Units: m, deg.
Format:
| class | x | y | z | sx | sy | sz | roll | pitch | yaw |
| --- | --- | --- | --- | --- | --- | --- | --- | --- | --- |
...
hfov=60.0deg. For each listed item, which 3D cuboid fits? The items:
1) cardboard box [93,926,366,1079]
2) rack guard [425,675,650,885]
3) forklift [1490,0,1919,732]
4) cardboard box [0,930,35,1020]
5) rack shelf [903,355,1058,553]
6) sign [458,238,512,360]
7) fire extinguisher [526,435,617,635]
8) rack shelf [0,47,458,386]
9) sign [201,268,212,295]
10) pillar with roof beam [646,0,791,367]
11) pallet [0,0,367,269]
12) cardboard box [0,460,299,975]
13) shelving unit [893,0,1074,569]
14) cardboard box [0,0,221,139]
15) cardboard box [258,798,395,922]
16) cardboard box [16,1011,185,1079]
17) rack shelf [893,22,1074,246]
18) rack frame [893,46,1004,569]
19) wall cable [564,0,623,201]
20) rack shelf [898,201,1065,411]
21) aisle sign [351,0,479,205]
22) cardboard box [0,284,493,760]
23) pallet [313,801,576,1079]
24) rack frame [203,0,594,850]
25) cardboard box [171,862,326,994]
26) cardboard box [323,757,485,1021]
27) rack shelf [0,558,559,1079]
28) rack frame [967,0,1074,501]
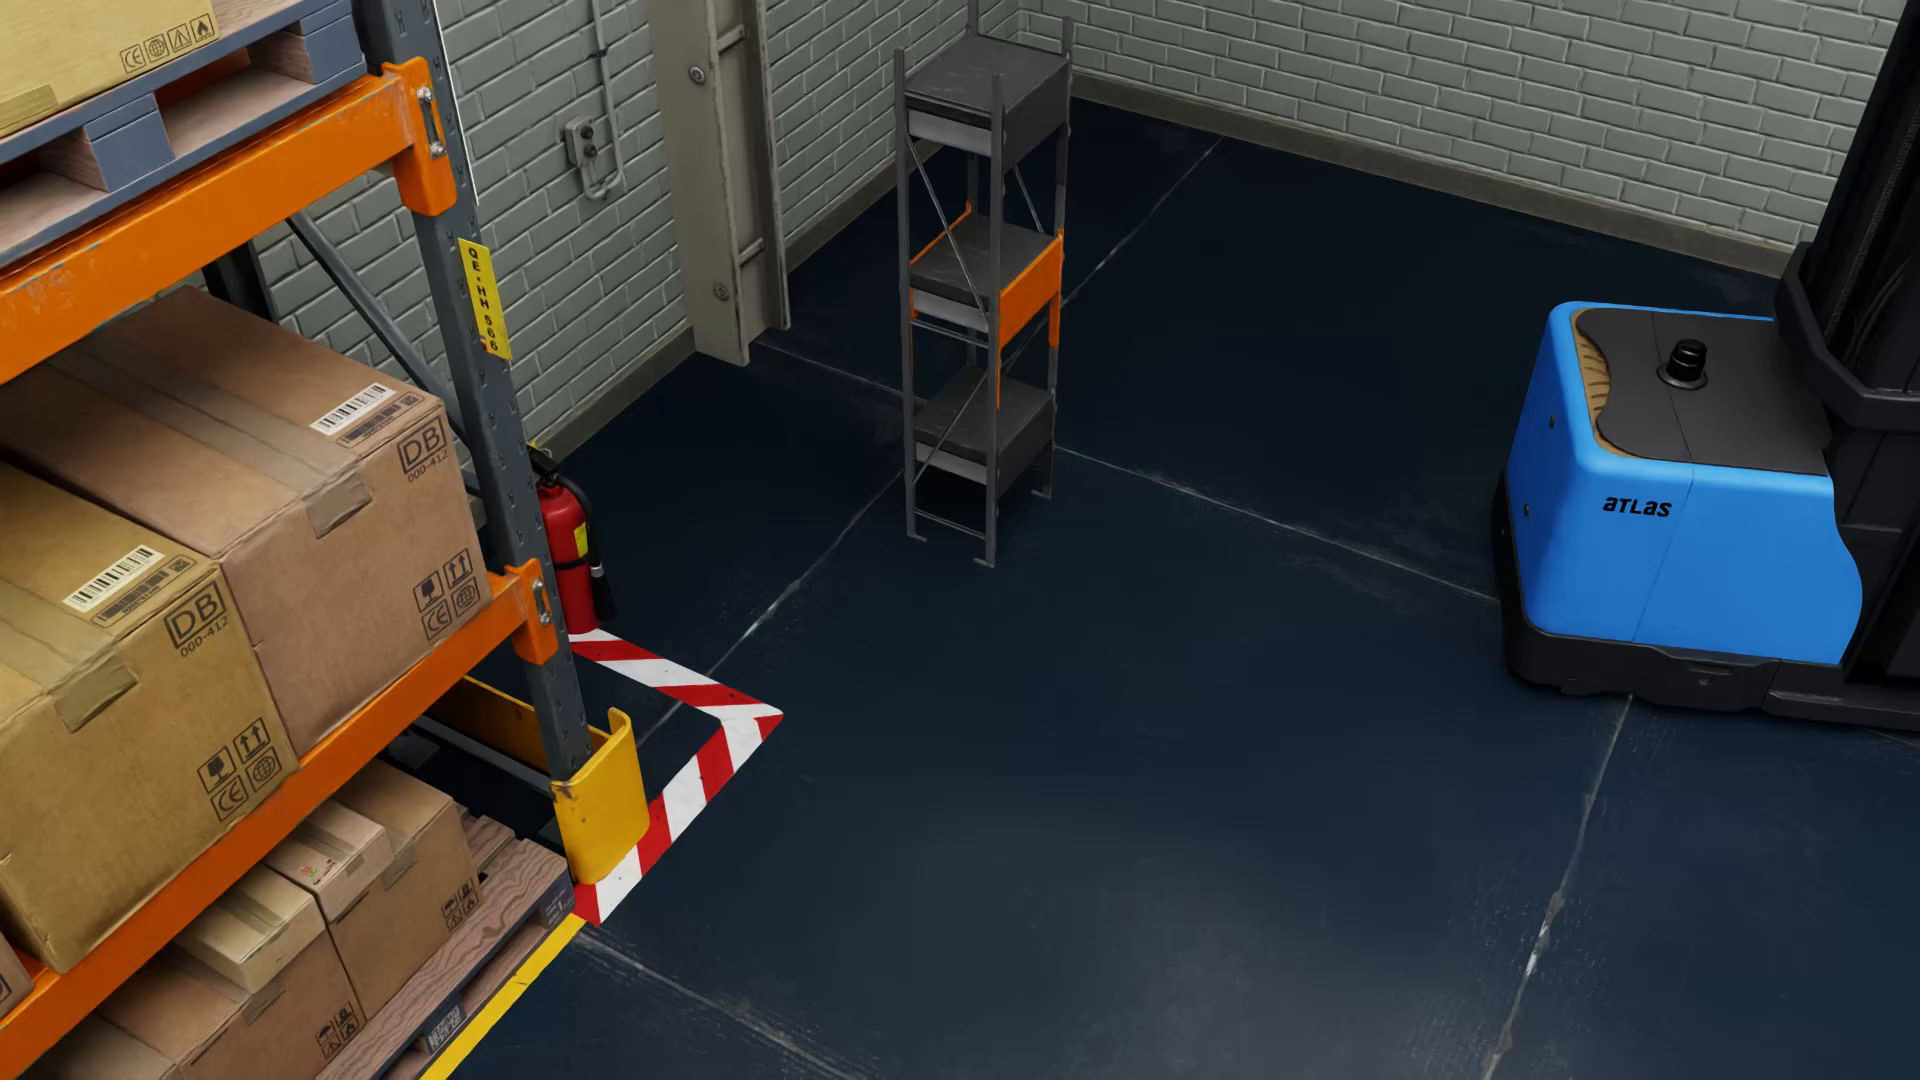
| class | x | y | z | sx | sy | sz | roll | pitch | yaw |
| --- | --- | --- | --- | --- | --- | --- | --- | --- | --- |
| cardboard box | -2.148 | 1.246 | 4.639 | 0.700 | 0.500 | 0.500 | 21 | 45 | 22 |
| rack guard | -1.621 | 0.670 | 5.611 | 1.175 | 0.500 | 0.348 | 21 | 45 | 22 |
| forklift | 3.584 | -0.718 | 5.347 | 3.031 | 2.935 | 1.130 | 6 | 42 | 7 |
| cardboard box | -2.624 | 0.781 | 3.366 | 0.980 | 0.700 | 0.700 | 19 | 45 | 20 |
| rack shelf | 0.083 | -0.347 | 6.635 | 0.431 | 0.518 | 0.480 | 21 | 45 | 22 |
| sign | -1.171 | -0.590 | 4.095 | 0.100 | 0.325 | 0.005 | 21 | 45 | 22 |
| fire extinguisher | -1.158 | -0.019 | 4.843 | 0.296 | 0.674 | 0.183 | 21 | 45 | 22 |
| rack shelf | -2.634 | 0.034 | 2.716 | 1.077 | 0.370 | 4.000 | 21 | 45 | 22 |
| sign | -2.111 | -0.796 | 4.669 | 0.100 | 0.325 | 0.005 | 21 | 45 | 22 |
| pillar with roof beam | 2.696 | -2.913 | 3.249 | 9.100 | 9.000 | 0.400 | 21 | 45 | 22 |
| pallet | -1.996 | -0.919 | 3.321 | 1.003 | 0.211 | 1.213 | 21 | 45 | 22 |
| cardboard box | -2.234 | 0.348 | 3.858 | 0.980 | 0.700 | 0.700 | 21 | 45 | 22 |
| shelving unit | 0.083 | -0.883 | 6.164 | 0.431 | 2.100 | 0.503 | 21 | 45 | 22 |
| cardboard box | -1.770 | -1.012 | 3.080 | 0.500 | 0.250 | 0.500 | 22 | 46 | 23 |
| cardboard box | -1.804 | 0.850 | 4.598 | 0.380 | 0.149 | 0.250 | 20 | 45 | 22 |
| cardboard box | -2.399 | 1.534 | 4.312 | 0.700 | 0.500 | 0.500 | 19 | 45 | 21 |
| rack shelf | 0.083 | -1.398 | 5.710 | 0.431 | 0.518 | 0.480 | 21 | 45 | 22 |
| rack frame | -0.039 | -0.743 | 6.005 | 0.400 | 2.100 | 0.015 | 21 | 45 | 22 |
| wall cable | -1.812 | -1.681 | 5.621 | 0.084 | 1.984 | 1.851 | 21 | 45 | 22 |
| rack shelf | 0.083 | -0.872 | 6.173 | 0.431 | 0.518 | 0.480 | 21 | 45 | 22 |
| aisle sign | -1.338 | -1.172 | 3.844 | 0.394 | 0.787 | 0.004 | 21 | 45 | 22 |
| cardboard box | -1.880 | -0.072 | 4.335 | 0.980 | 0.700 | 0.700 | 23 | 46 | 24 |
| pallet | -1.966 | 1.276 | 5.142 | 1.003 | 0.211 | 1.213 | 21 | 45 | 22 |
| rack frame | -1.633 | -0.254 | 4.769 | 1.000 | 3.000 | 0.127 | 21 | 45 | 22 |
| cardboard box | -1.931 | 0.997 | 4.432 | 0.380 | 0.149 | 0.250 | 22 | 46 | 23 |
| cardboard box | -1.897 | 0.960 | 4.964 | 0.700 | 0.500 | 0.500 | 21 | 45 | 22 |
| rack shelf | -2.634 | 1.160 | 3.707 | 1.077 | 0.370 | 4.000 | 21 | 45 | 22 |
| rack frame | 0.205 | -1.022 | 6.322 | 0.400 | 2.100 | 0.015 | 21 | 45 | 22 |
